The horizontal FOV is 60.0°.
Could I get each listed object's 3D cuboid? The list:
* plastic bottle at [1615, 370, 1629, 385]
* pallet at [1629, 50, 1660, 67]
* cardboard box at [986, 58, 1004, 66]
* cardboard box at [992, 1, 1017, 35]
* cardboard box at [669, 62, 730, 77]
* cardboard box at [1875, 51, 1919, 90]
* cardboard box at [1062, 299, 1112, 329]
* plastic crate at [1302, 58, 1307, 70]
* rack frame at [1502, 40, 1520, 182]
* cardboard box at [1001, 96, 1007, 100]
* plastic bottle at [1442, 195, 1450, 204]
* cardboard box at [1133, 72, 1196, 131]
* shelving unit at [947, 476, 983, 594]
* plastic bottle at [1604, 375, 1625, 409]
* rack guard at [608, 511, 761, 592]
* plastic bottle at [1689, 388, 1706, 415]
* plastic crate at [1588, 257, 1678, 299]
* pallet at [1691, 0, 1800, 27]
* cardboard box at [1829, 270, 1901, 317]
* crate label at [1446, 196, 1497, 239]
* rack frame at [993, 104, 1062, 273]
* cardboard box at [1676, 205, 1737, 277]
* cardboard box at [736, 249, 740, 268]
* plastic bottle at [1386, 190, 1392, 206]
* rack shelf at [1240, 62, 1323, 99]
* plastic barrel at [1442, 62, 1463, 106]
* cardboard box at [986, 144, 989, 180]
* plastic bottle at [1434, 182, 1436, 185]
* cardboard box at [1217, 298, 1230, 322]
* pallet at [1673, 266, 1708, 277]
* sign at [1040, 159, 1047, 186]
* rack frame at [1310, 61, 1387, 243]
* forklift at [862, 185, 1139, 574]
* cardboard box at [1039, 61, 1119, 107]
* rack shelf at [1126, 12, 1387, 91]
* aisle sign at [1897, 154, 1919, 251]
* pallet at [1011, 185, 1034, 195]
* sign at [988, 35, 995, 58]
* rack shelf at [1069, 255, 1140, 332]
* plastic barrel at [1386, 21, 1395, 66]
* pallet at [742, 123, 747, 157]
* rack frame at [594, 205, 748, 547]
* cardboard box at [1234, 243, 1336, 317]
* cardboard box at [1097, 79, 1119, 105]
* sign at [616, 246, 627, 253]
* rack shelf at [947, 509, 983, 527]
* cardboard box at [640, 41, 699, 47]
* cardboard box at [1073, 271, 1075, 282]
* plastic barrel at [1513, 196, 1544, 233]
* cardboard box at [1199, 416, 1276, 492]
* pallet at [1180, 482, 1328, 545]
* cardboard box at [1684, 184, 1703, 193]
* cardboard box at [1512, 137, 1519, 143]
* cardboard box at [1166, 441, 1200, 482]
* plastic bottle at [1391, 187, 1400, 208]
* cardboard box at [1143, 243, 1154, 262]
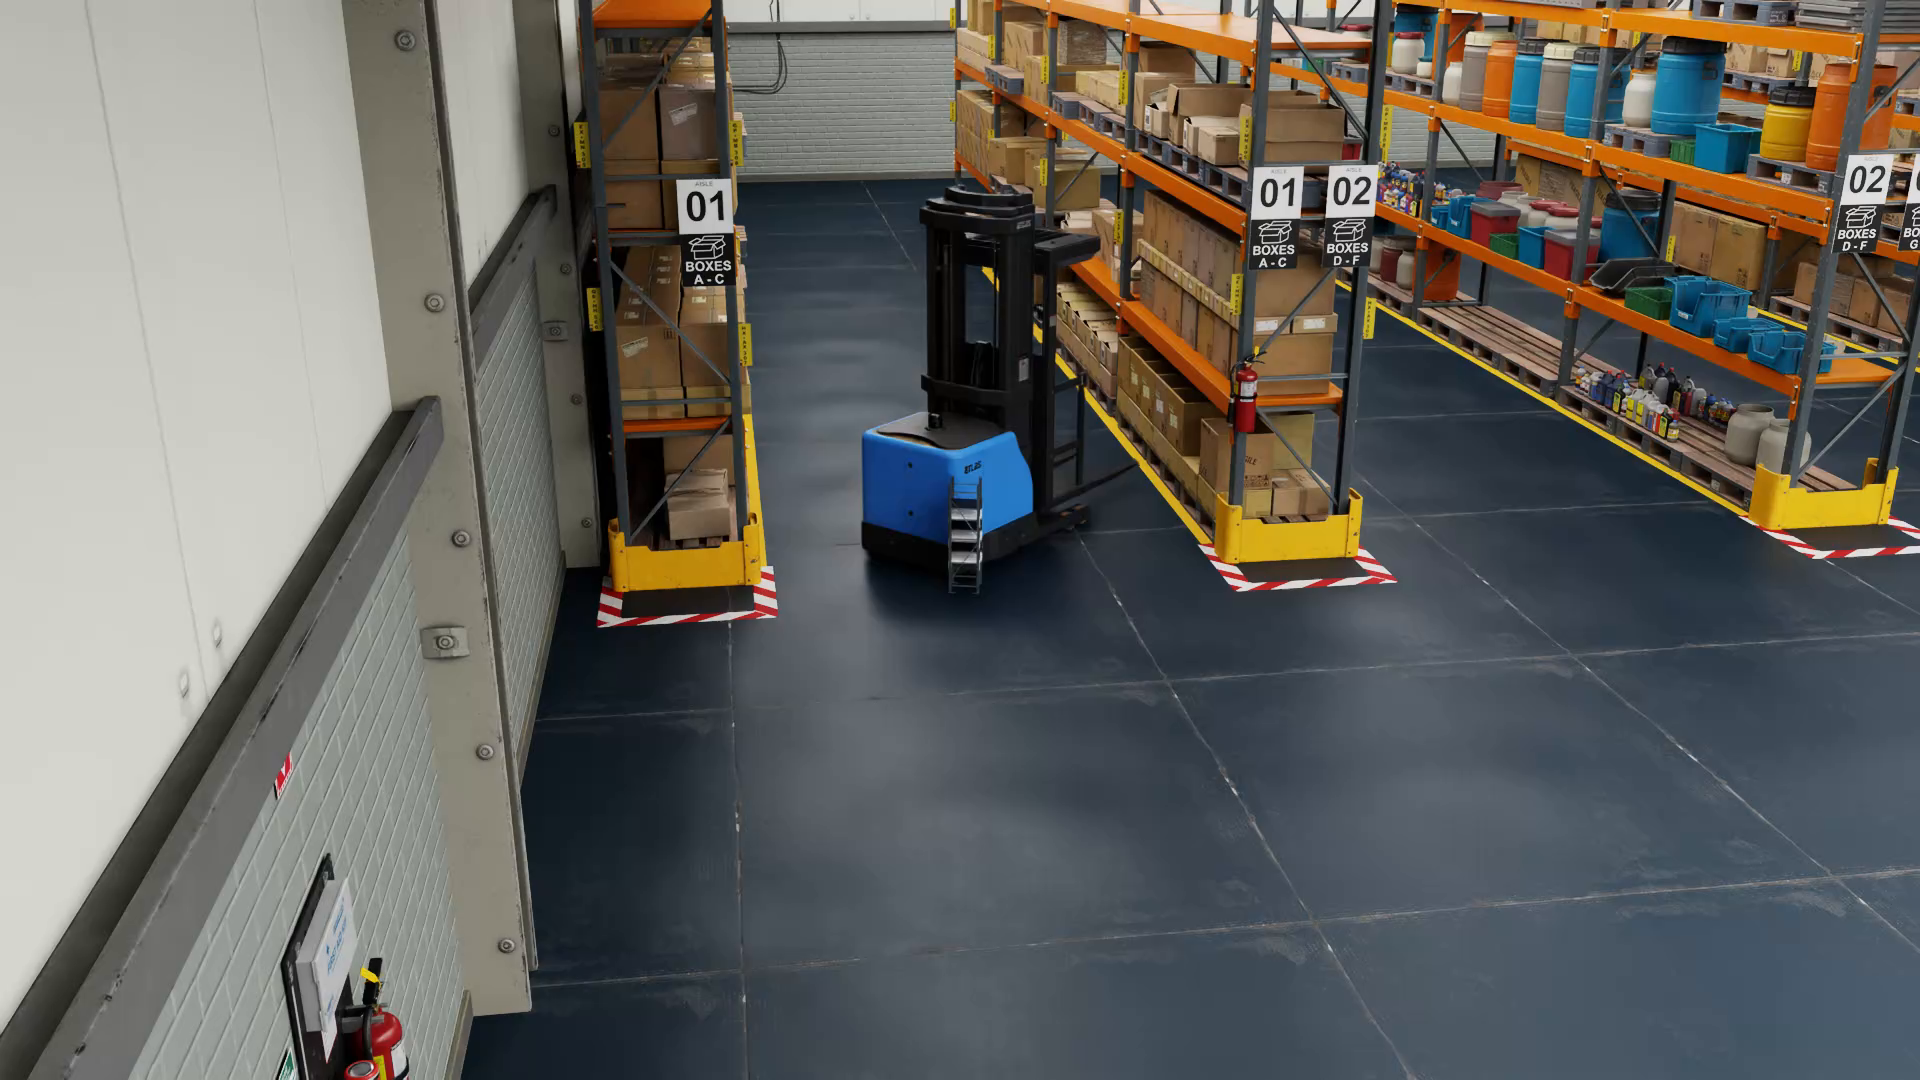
[{"bbox_3d":[6.898,-1.611,17.400,0.144,0.351,0.185,-3,21,-8],"label":"plastic bottle"},{"bbox_3d":[10.691,-7.606,26.134,1.003,0.211,1.213,-3,21,-8],"label":"pallet"},{"bbox_3d":[0.661,-6.950,24.465,0.500,0.250,0.500,-3,21,-8],"label":"cardboard box"},{"bbox_3d":[0.877,-7.900,25.223,0.700,0.500,0.500,-3,21,-8],"label":"cardboard box"},{"bbox_3d":[-2.238,-3.840,14.323,0.500,0.500,0.500,-4,21,-10],"label":"cardboard box"},{"bbox_3d":[11.337,-5.735,20.139,0.500,0.500,0.500,-4,21,-9],"label":"cardboard box"},{"bbox_3d":[1.512,-2.693,19.666,0.500,0.311,0.500,-3,21,-9],"label":"cardboard box"},{"bbox_3d":[5.450,-7.335,25.520,0.416,0.233,0.300,-3,21,-8],"label":"plastic crate"},{"bbox_3d":[10.222,-7.344,29.591,1.000,3.000,0.127,-3,21,-8],"label":"rack frame"},{"bbox_3d":[0.907,-6.866,26.741,0.500,0.500,0.500,-2,21,-6],"label":"cardboard box"},{"bbox_3d":[6.544,-4.545,22.381,0.097,0.201,0.097,0,20,0],"label":"plastic bottle"},{"bbox_3d":[1.960,-4.217,15.990,0.500,0.500,0.500,-1,21,-3],"label":"cardboard box"},{"bbox_3d":[0.041,-0.037,13.030,0.258,0.900,0.210,2,21,5],"label":"shelving unit"},{"bbox_3d":[6.783,-1.539,17.206,0.144,0.351,0.185,-4,21,-10],"label":"plastic bottle"},{"bbox_3d":[-2.188,0.090,13.260,1.175,0.500,0.348,-3,21,-8],"label":"rack guard"},{"bbox_3d":[7.522,-1.426,17.011,0.152,0.276,0.135,-3,21,-7],"label":"plastic bottle"},{"bbox_3d":[7.000,-2.722,17.307,0.767,0.338,0.504,-3,21,-8],"label":"plastic crate"},{"bbox_3d":[7.376,-4.766,14.958,1.003,0.211,1.213,-3,21,-8],"label":"pallet"},{"bbox_3d":[11.584,-3.187,21.405,0.700,0.500,0.500,-5,21,-12],"label":"cardboard box"},{"bbox_3d":[6.349,-3.983,20.543,0.502,0.435,0.616,-3,21,-8],"label":"crate label"},{"bbox_3d":[0.995,-5.460,24.549,1.000,3.000,0.127,-3,21,-8],"label":"rack frame"},{"bbox_3d":[11.175,-4.324,23.943,1.225,0.875,0.875,-3,21,-8],"label":"cardboard box"},{"bbox_3d":[-2.302,-2.409,15.494,0.500,0.500,0.500,-3,21,-8],"label":"cardboard box"},{"bbox_3d":[5.877,-4.673,22.723,0.097,0.201,0.097,0,20,0],"label":"plastic bottle"},{"bbox_3d":[5.609,-7.470,26.669,1.077,0.370,4.000,-3,21,-8],"label":"rack shelf"},{"bbox_3d":[6.215,-5.659,20.633,0.421,0.512,0.421,0,20,0],"label":"plastic barrel"},{"bbox_3d":[0.669,-5.667,24.960,0.500,0.500,0.500,-3,21,-7],"label":"cardboard box"},{"bbox_3d":[6.575,-4.871,23.155,0.097,0.271,0.097,0,20,0],"label":"plastic bottle"},{"bbox_3d":[2.405,-1.958,14.102,0.380,0.149,0.250,-3,21,-9],"label":"cardboard box"},{"bbox_3d":[11.163,-3.966,24.533,1.003,0.211,1.213,-3,21,-8],"label":"pallet"},{"bbox_3d":[1.036,-4.550,20.570,0.100,0.325,0.005,-3,21,-8],"label":"sign"},{"bbox_3d":[5.897,-5.709,25.214,1.000,3.000,0.127,-3,21,-8],"label":"rack frame"},{"bbox_3d":[0.484,-1.551,14.180,1.130,2.935,3.031,15,25,35],"label":"forklift"},{"bbox_3d":[1.475,-5.677,20.698,0.910,0.500,0.500,-3,21,-8],"label":"cardboard box"},{"bbox_3d":[2.436,-4.284,14.425,1.077,0.370,4.000,-3,21,-8],"label":"rack shelf"},{"bbox_3d":[7.927,-2.762,13.608,0.394,0.787,0.004,-3,21,-8],"label":"aisle sign"},{"bbox_3d":[1.286,-4.659,22.677,1.003,0.211,1.213,-3,21,-8],"label":"pallet"},{"bbox_3d":[0.459,-7.078,23.853,0.100,0.325,0.005,-3,21,-8],"label":"sign"},{"bbox_3d":[1.860,-3.046,19.113,1.077,0.370,4.000,-3,21,-8],"label":"rack shelf"},{"bbox_3d":[6.229,-7.093,23.765,0.600,0.588,0.600,0,20,0],"label":"plastic barrel"},{"bbox_3d":[-2.737,-3.976,16.555,1.213,0.211,1.003,-3,21,-8],"label":"pallet"},{"bbox_3d":[-2.177,-1.055,12.752,1.000,3.000,0.127,-3,21,-8],"label":"rack frame"},{"bbox_3d":[2.662,-2.141,13.664,0.700,0.500,0.500,-3,21,-8],"label":"cardboard box"},{"bbox_3d":[1.857,-5.074,18.841,0.500,0.250,0.500,-3,21,-9],"label":"cardboard box"},{"bbox_3d":[-3.302,-2.953,16.180,0.100,0.325,0.005,-3,21,-8],"label":"sign"},{"bbox_3d":[0.041,-0.175,12.979,0.258,0.077,0.200,2,21,5],"label":"rack shelf"},{"bbox_3d":[-3.652,-6.021,20.990,0.700,0.500,0.500,-2,21,-5],"label":"cardboard box"},{"bbox_3d":[1.707,-3.464,22.146,0.500,0.500,0.500,-4,21,-10],"label":"cardboard box"},{"bbox_3d":[6.894,-3.885,20.172,0.421,0.512,0.421,0,20,0],"label":"plastic barrel"},{"bbox_3d":[2.353,-0.736,14.158,0.500,0.500,0.500,-3,21,-8],"label":"cardboard box"},{"bbox_3d":[2.573,-0.262,14.616,1.003,0.211,1.213,-3,21,-8],"label":"pallet"},{"bbox_3d":[10.842,-5.308,23.997,0.500,0.500,0.500,-3,21,-7],"label":"cardboard box"},{"bbox_3d":[9.946,-7.086,29.262,0.380,0.149,0.250,-3,21,-7],"label":"cardboard box"},{"bbox_3d":[2.197,-0.731,15.215,0.500,0.250,0.500,-3,21,-8],"label":"cardboard box"},{"bbox_3d":[5.905,-4.638,22.531,0.097,0.271,0.097,0,20,0],"label":"plastic bottle"},{"bbox_3d":[2.031,-2.852,16.494,0.380,0.149,0.250,-3,21,-7],"label":"cardboard box"}]
